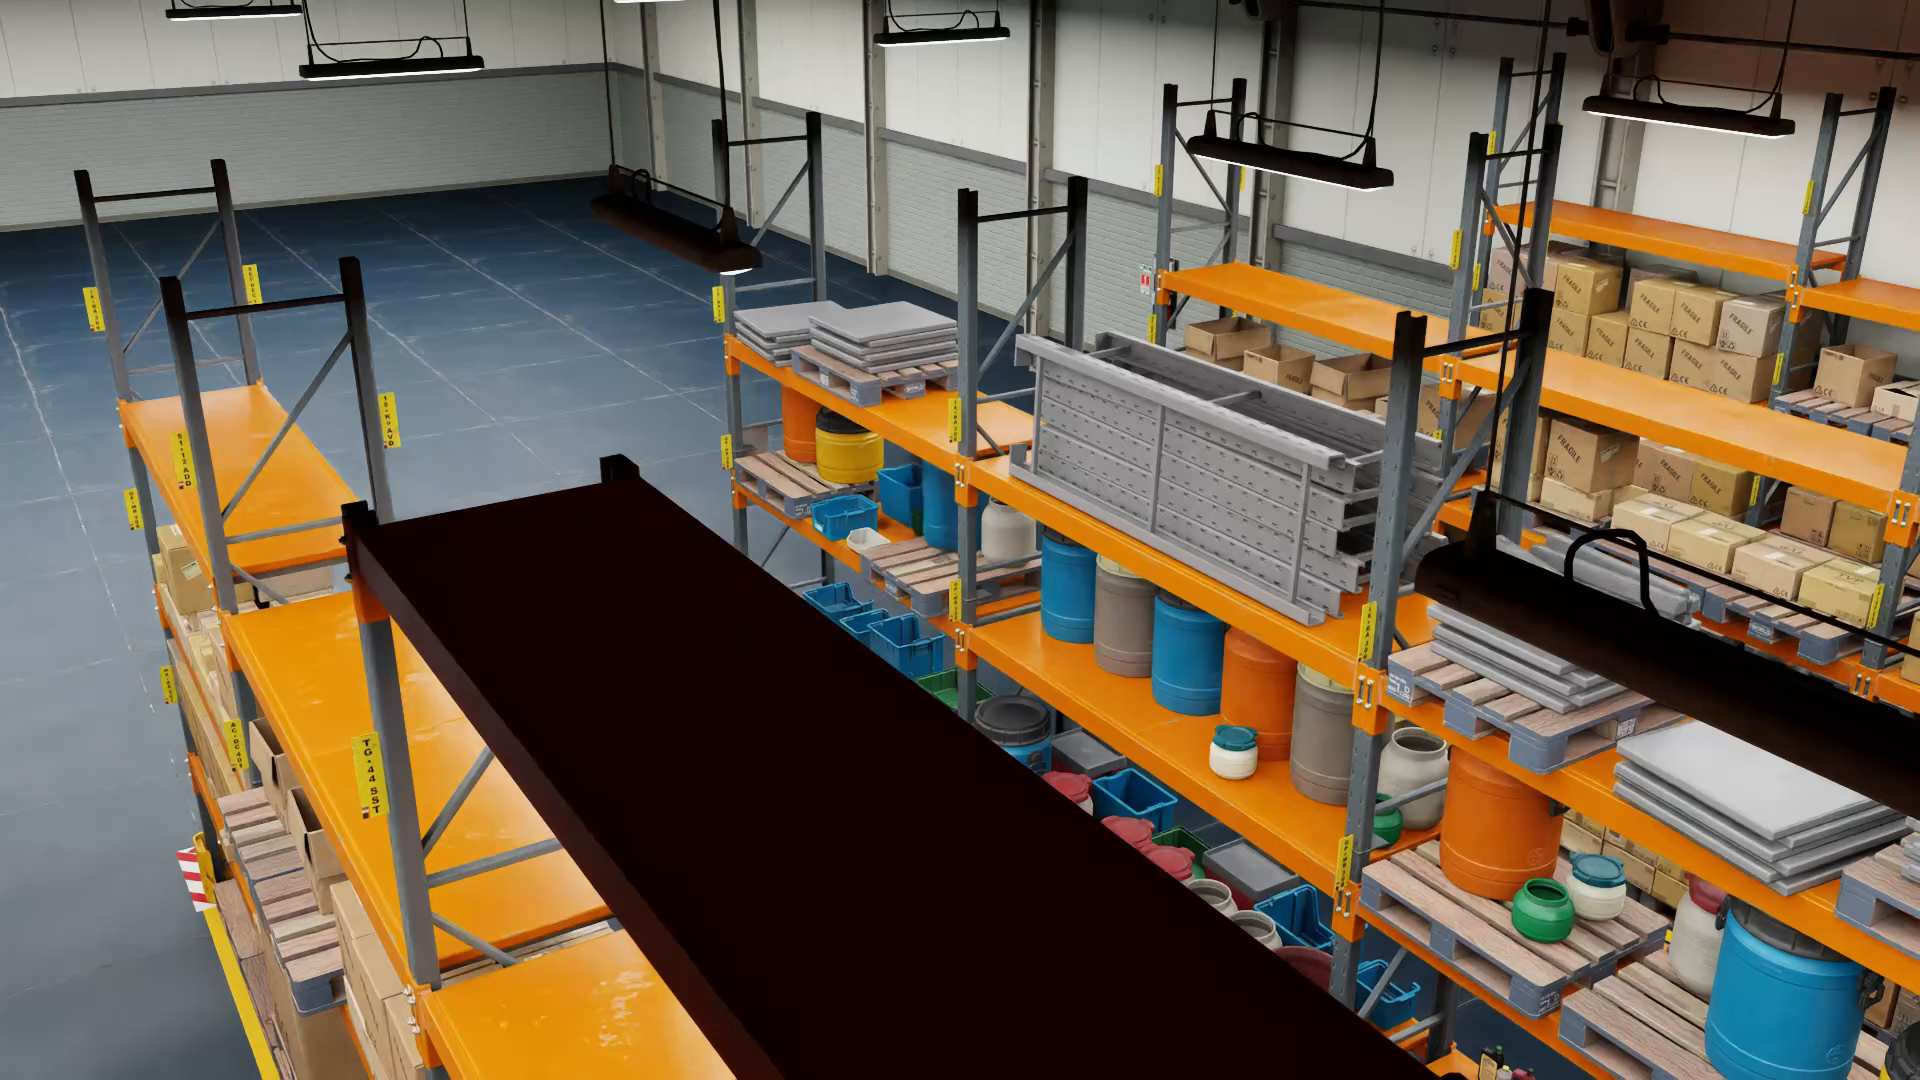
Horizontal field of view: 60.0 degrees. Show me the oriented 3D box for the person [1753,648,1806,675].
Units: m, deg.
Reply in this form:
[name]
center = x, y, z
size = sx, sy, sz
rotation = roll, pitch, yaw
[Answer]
[person]
center = 8.250, 0.964, 16.668
size = 0.509, 1.720, 1.084
rotation = -15, 26, -32
